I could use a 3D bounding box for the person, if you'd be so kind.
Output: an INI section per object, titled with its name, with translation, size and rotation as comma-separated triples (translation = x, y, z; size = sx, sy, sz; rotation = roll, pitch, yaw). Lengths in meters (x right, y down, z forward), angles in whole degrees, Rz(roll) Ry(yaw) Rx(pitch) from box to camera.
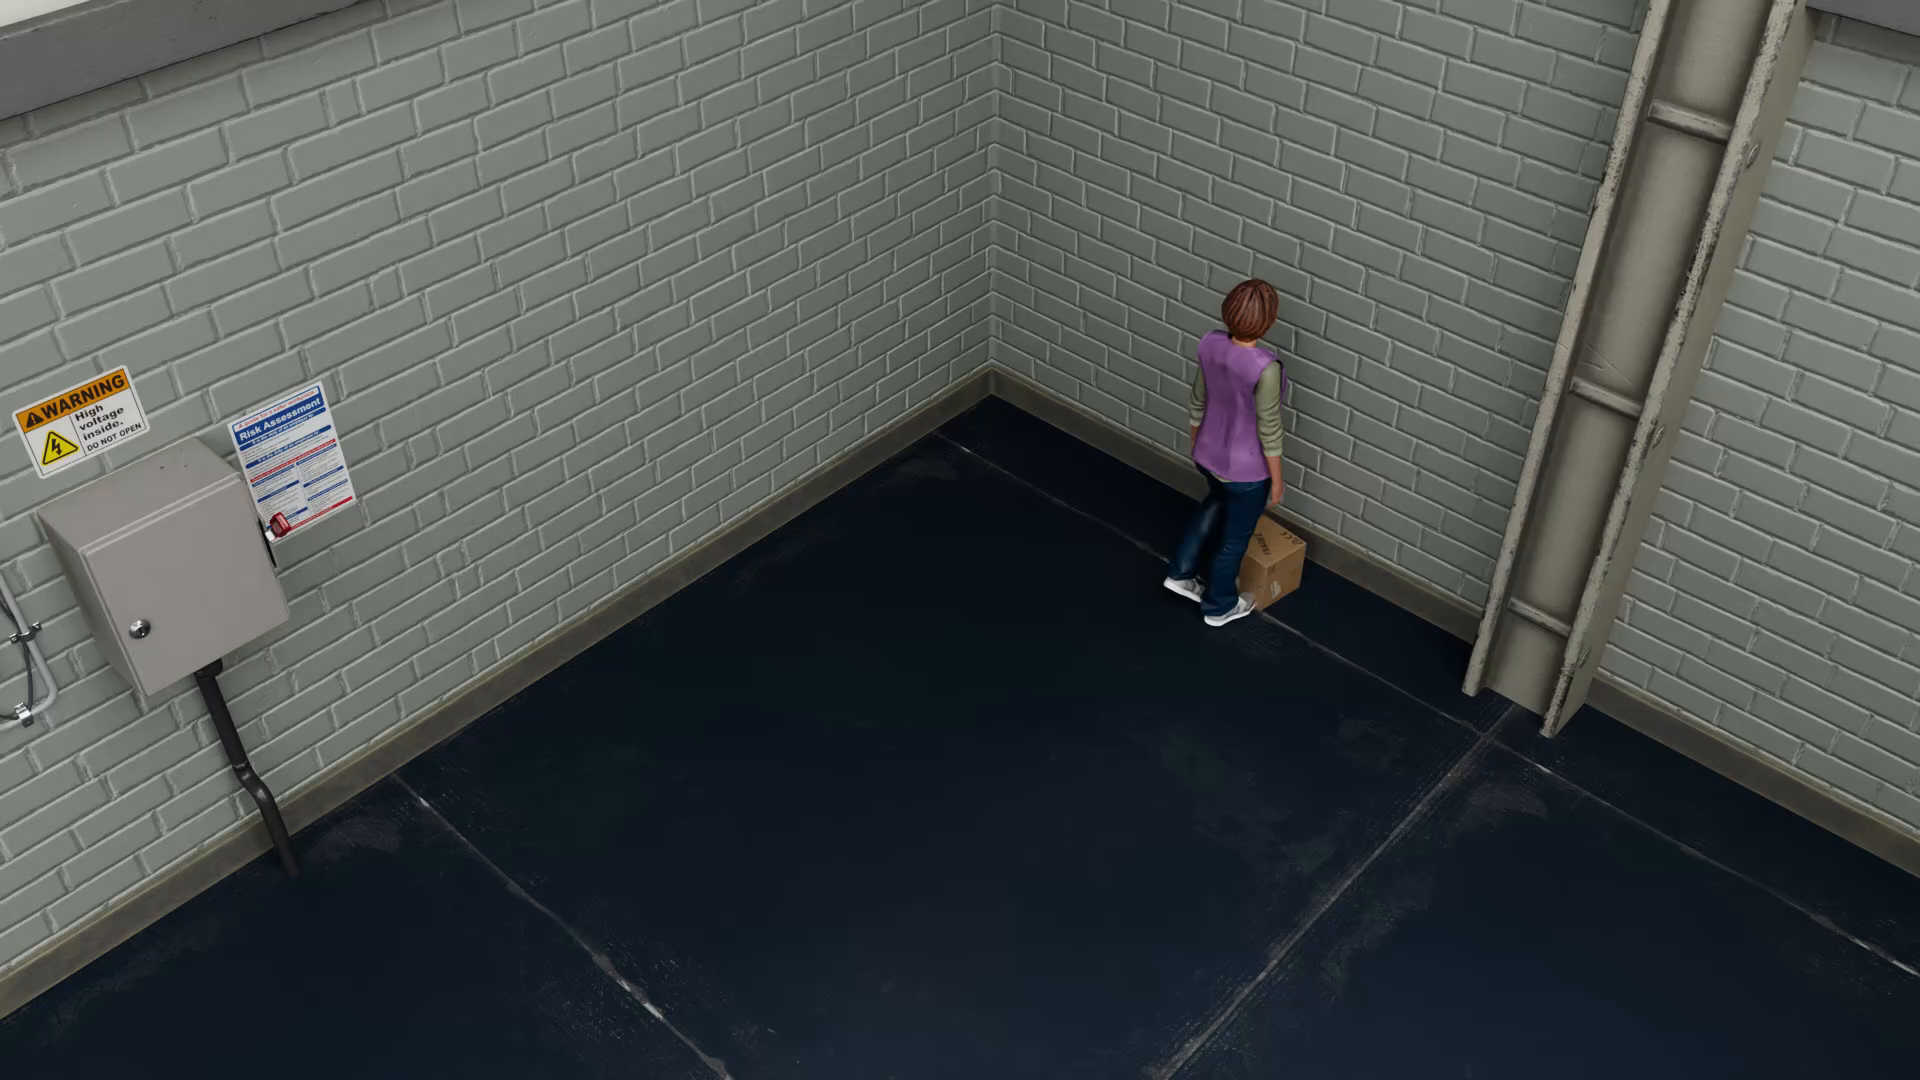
[person]
translation = 1.091, -0.301, 6.529
size = 0.336, 1.623, 0.448
rotation = -27, 47, -29
